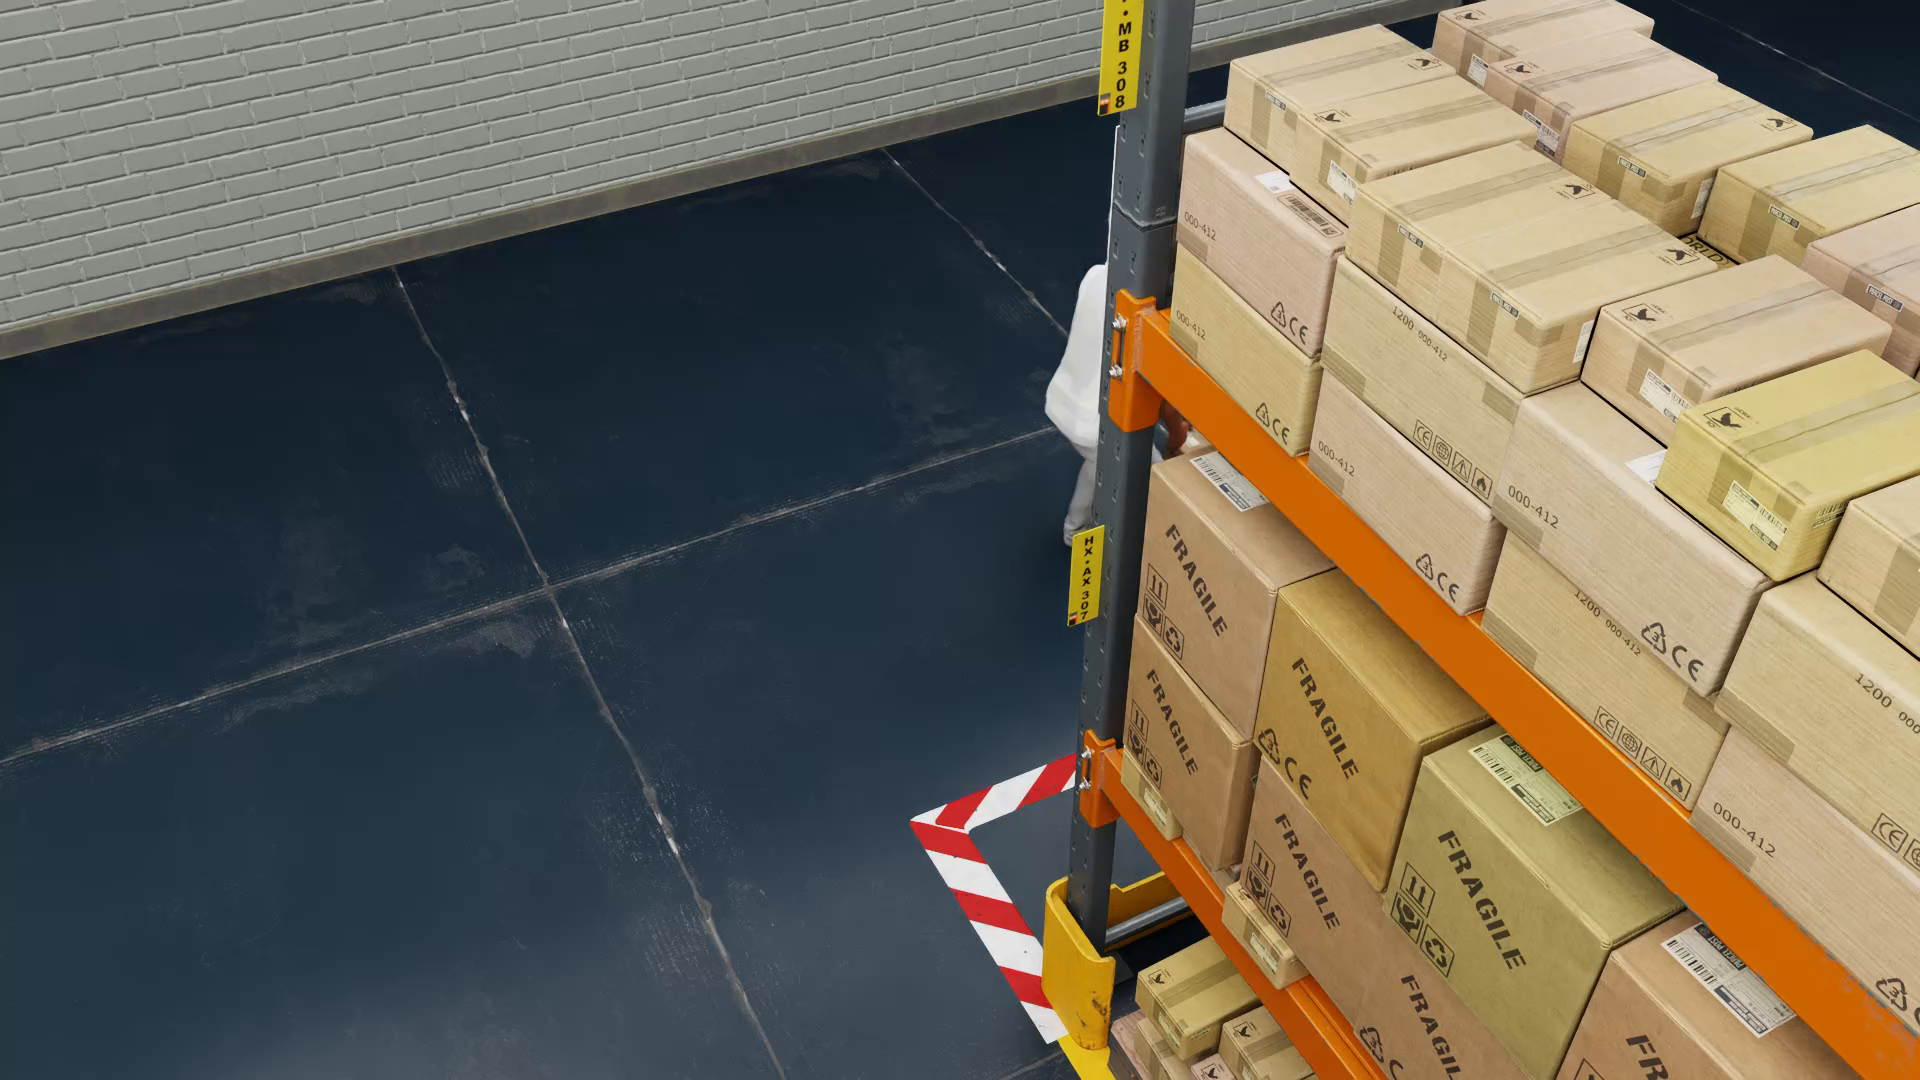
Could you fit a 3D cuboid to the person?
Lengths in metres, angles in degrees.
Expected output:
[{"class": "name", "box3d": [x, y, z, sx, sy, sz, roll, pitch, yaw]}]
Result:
[{"class": "person", "box3d": [0.670, -0.572, 6.950, 0.644, 1.568, 0.622, -18, 44, -20]}]
